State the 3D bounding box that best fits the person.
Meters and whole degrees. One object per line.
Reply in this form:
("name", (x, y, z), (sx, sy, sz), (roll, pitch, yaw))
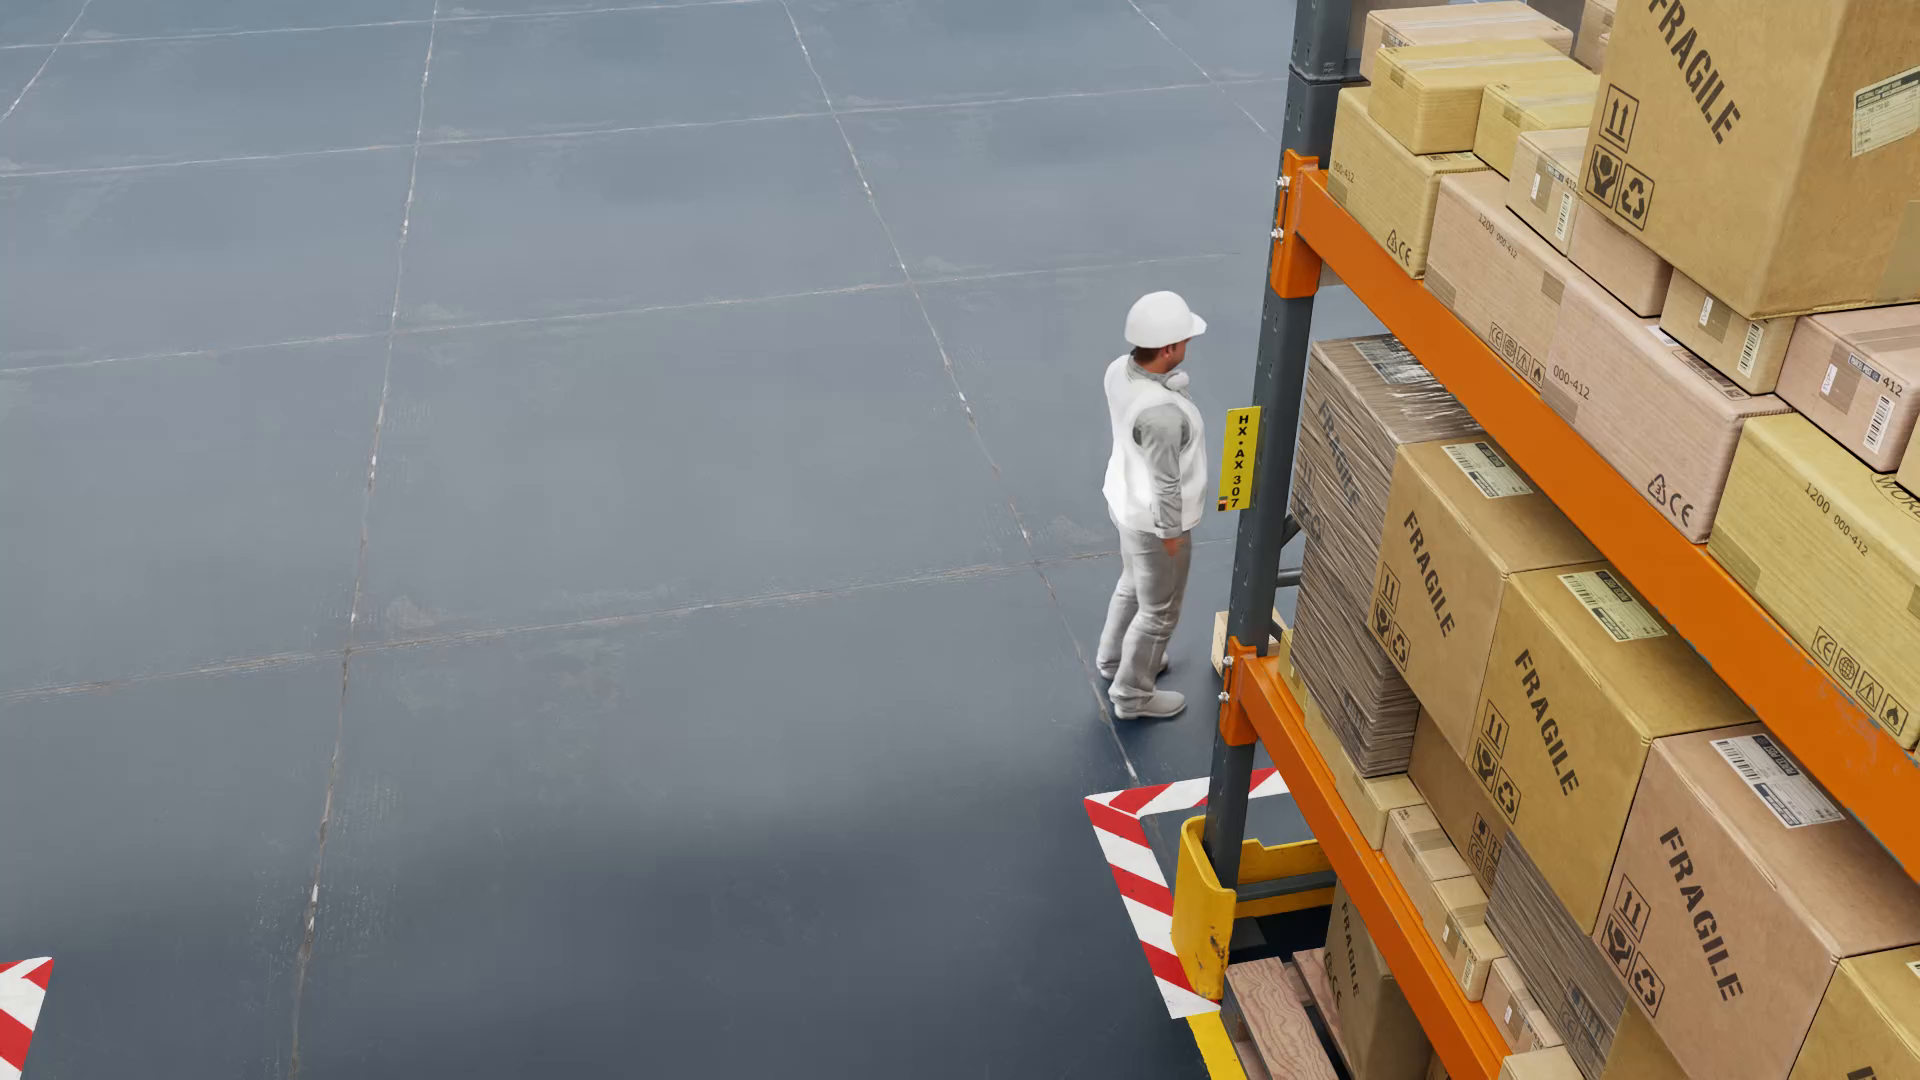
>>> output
("person", (0.731, -0.130, 6.321), (0.360, 1.772, 0.532), (-6, 35, -9))
